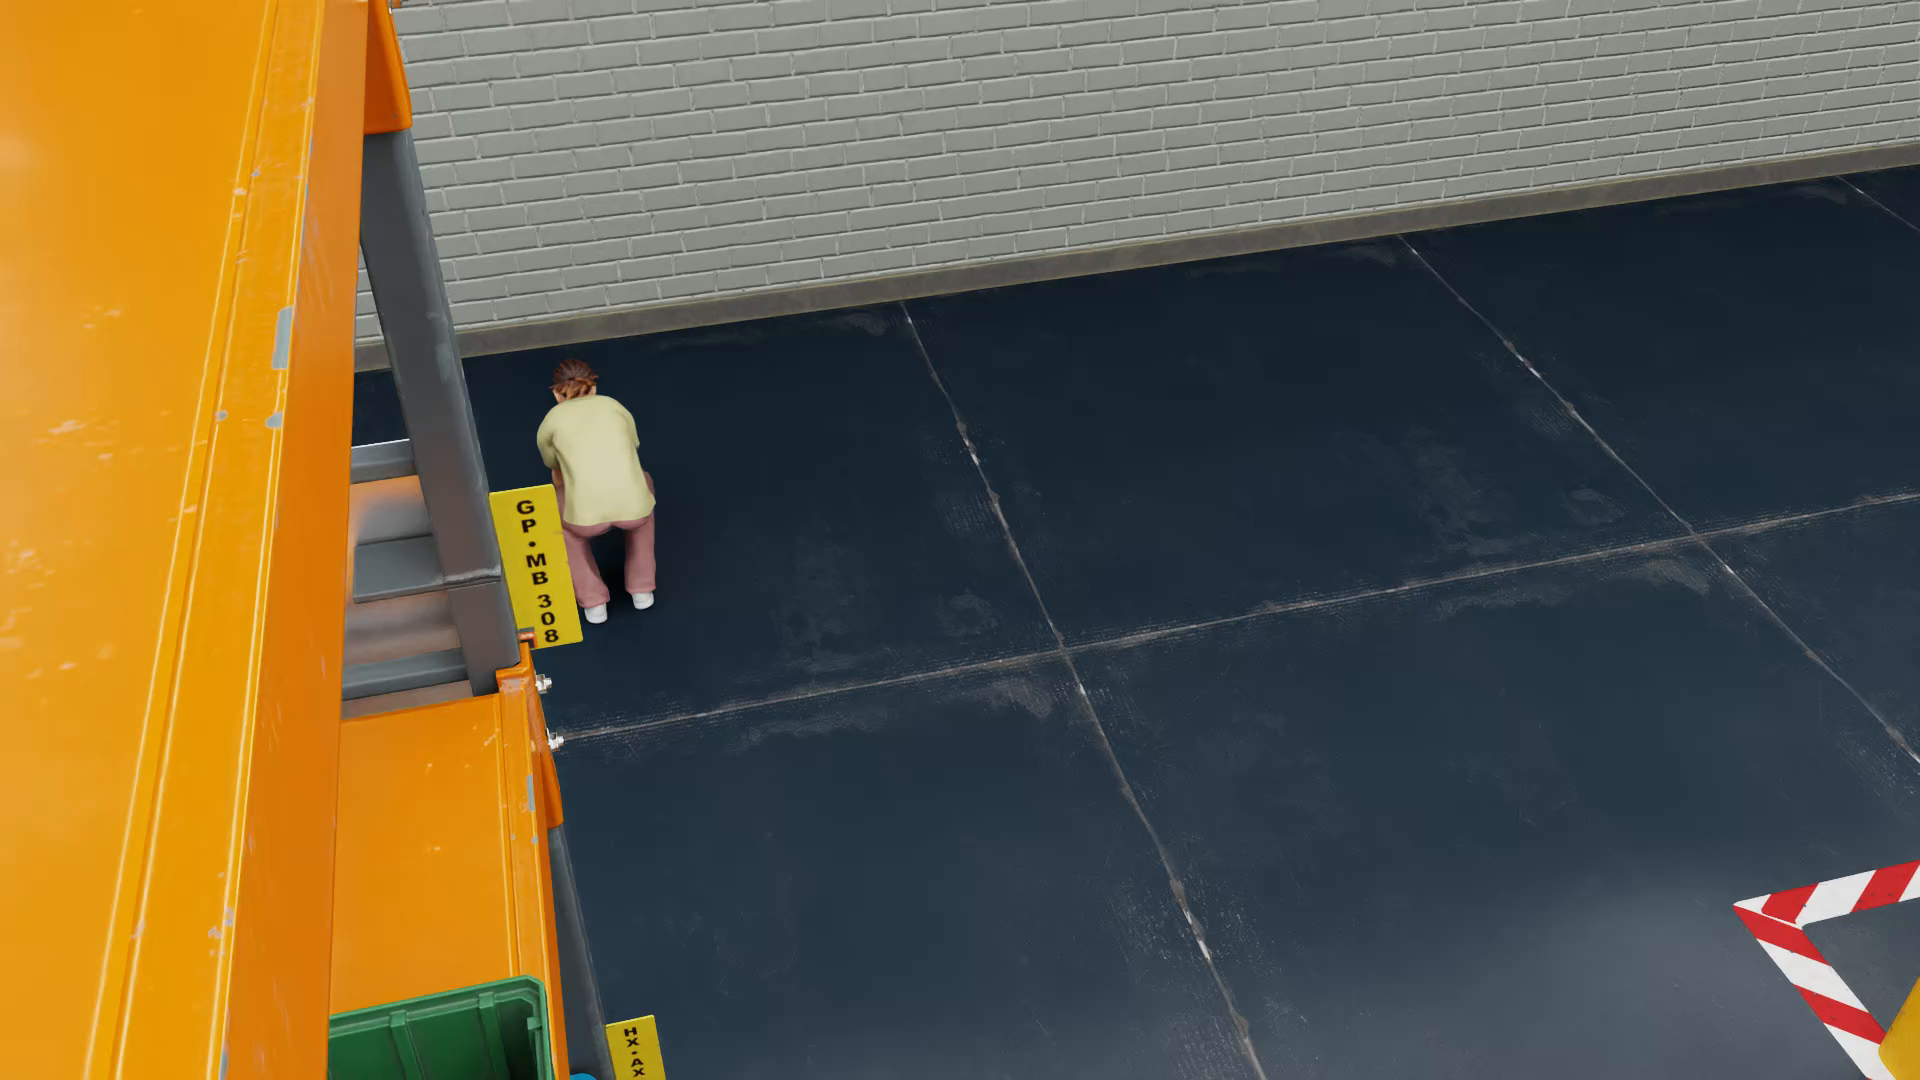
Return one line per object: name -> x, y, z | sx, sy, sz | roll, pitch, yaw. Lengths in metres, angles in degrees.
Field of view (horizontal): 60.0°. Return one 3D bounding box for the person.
person -> -1.515, -0.189, 6.997 | 0.469, 0.927, 0.852 | -11, 40, -13
